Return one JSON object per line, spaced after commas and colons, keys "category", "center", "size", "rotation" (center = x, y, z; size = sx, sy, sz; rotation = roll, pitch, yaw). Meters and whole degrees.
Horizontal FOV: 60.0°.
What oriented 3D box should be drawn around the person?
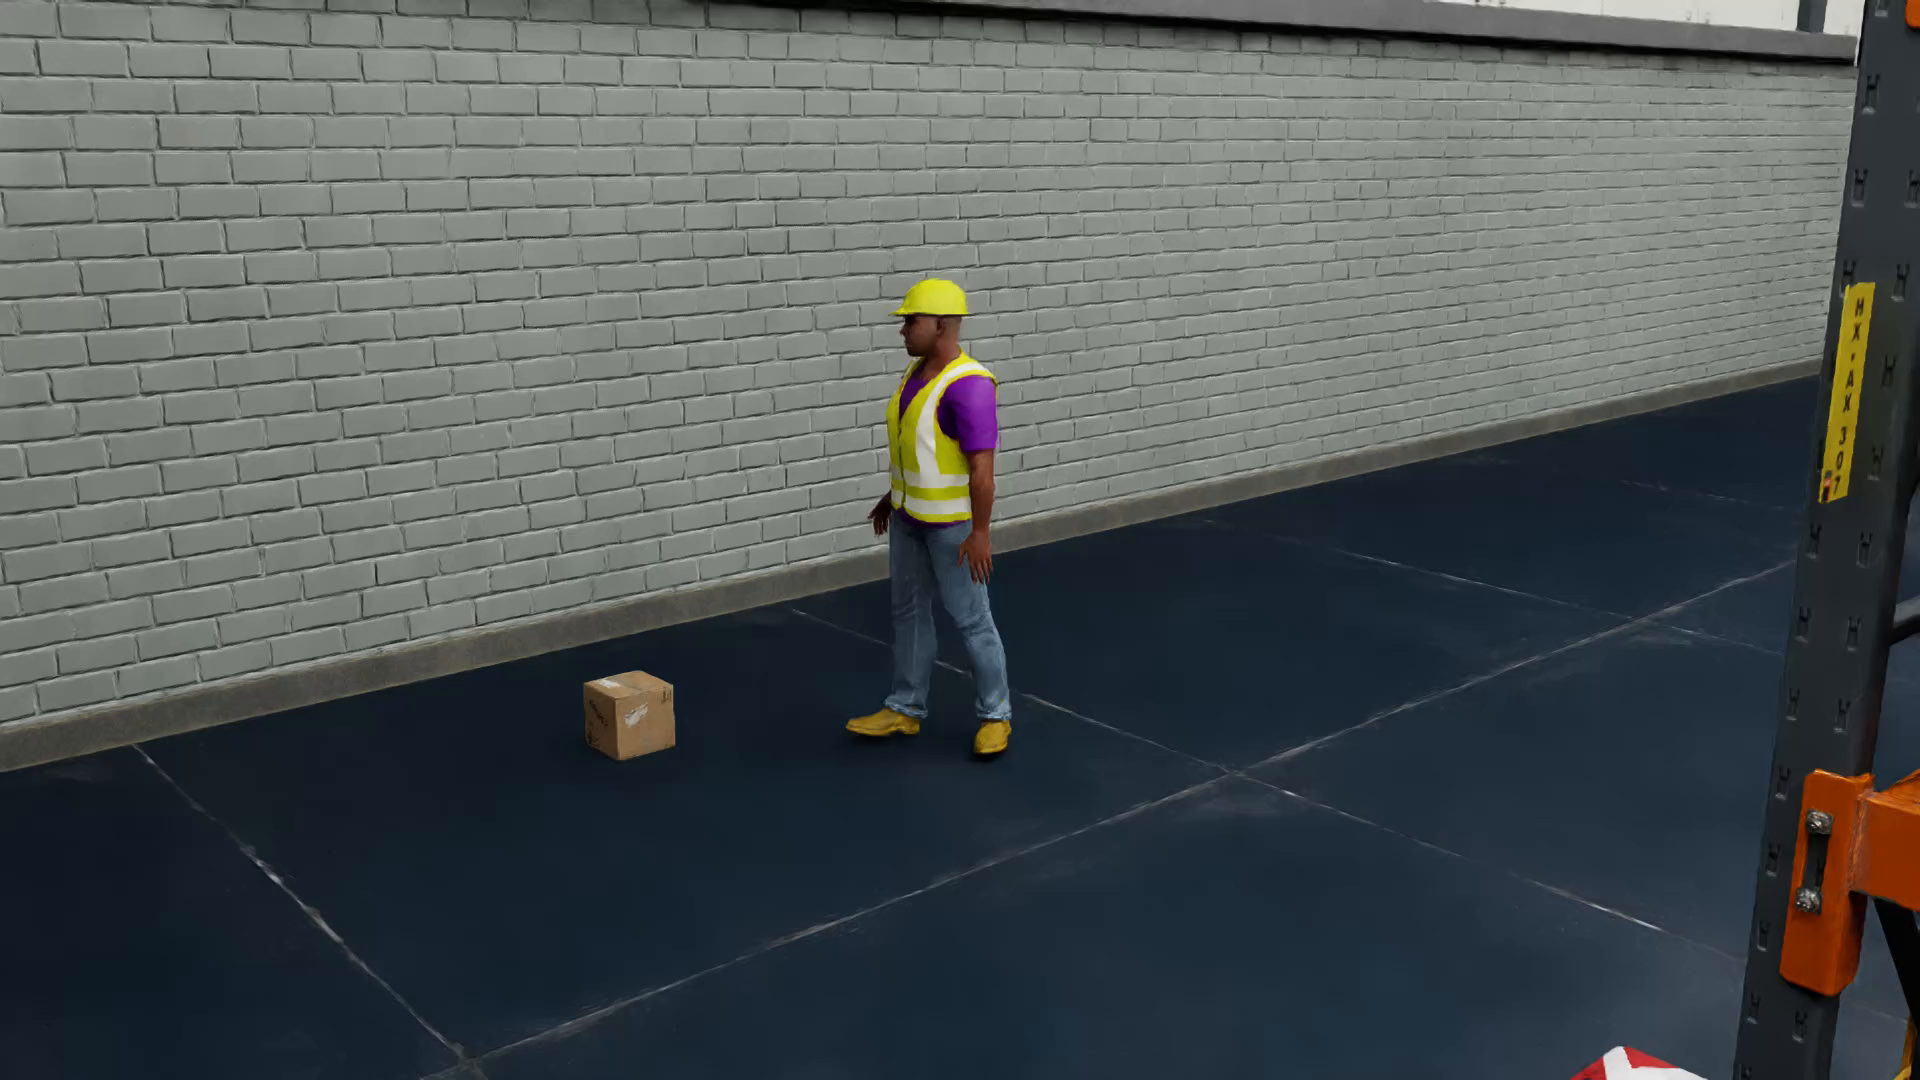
{"category": "person", "center": [-0.132, -0.091, 6.260], "size": [0.574, 1.768, 0.729], "rotation": [-8, 16, -31]}
